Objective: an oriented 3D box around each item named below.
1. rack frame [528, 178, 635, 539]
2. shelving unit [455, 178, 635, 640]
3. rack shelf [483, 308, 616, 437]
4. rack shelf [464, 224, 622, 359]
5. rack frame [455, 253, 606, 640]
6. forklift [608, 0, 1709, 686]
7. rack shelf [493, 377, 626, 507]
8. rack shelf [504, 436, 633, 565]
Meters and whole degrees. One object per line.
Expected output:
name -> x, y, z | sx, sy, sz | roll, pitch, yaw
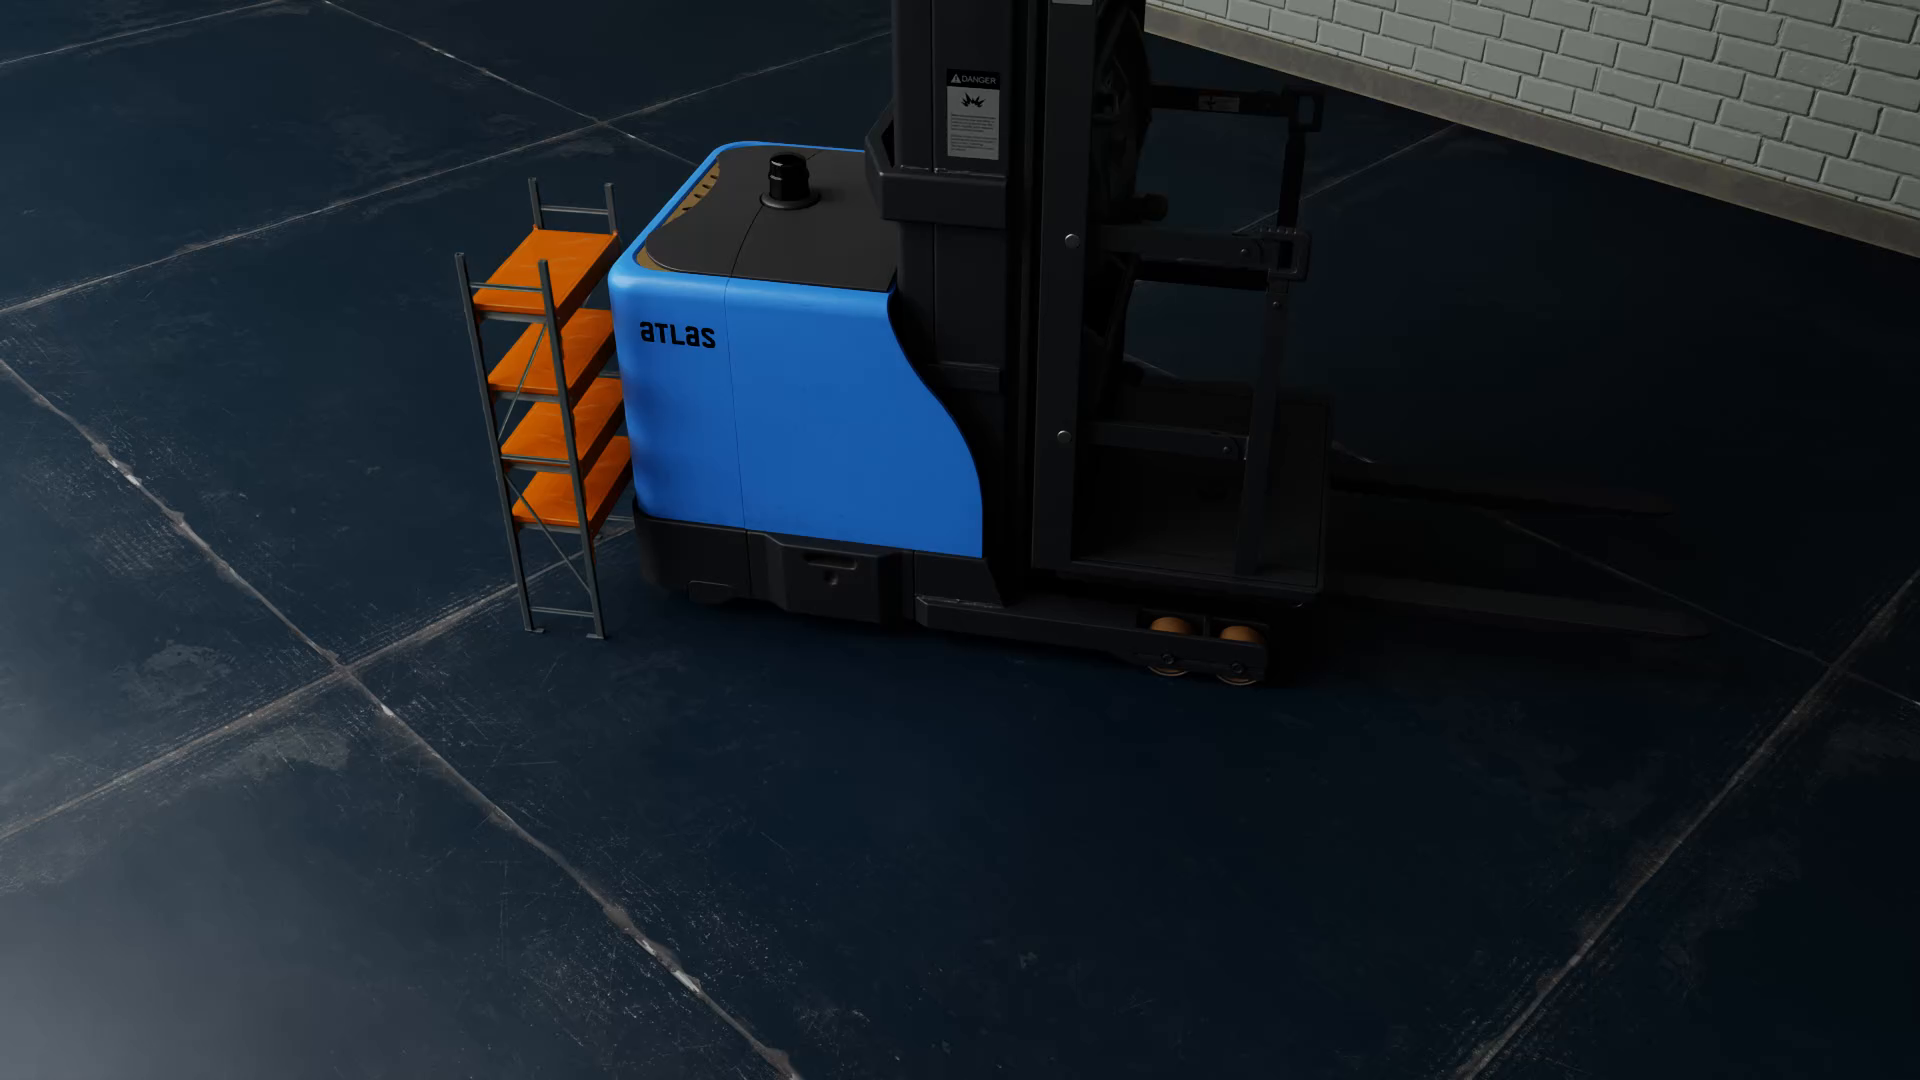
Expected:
rack frame -> -1.069, -0.492, 4.906 | 0.240, 1.200, 0.015 | 6, 35, 8
shelving unit -> -1.110, -0.354, 4.709 | 0.258, 1.200, 0.503 | 6, 35, 8
rack shelf -> -1.110, -0.482, 4.619 | 0.258, 0.148, 0.480 | 6, 35, 8
rack shelf -> -1.110, -0.676, 4.484 | 0.258, 0.148, 0.480 | 6, 35, 8
rack frame -> -1.151, -0.217, 4.512 | 0.240, 1.200, 0.015 | 6, 35, 8
forklift -> 0.612, -1.128, 4.305 | 3.031, 2.935, 1.130 | 7, 35, 10
rack shelf -> -1.110, -0.299, 4.747 | 0.258, 0.148, 0.480 | 6, 35, 8
rack shelf -> -1.110, -0.136, 4.861 | 0.258, 0.148, 0.480 | 6, 35, 8
